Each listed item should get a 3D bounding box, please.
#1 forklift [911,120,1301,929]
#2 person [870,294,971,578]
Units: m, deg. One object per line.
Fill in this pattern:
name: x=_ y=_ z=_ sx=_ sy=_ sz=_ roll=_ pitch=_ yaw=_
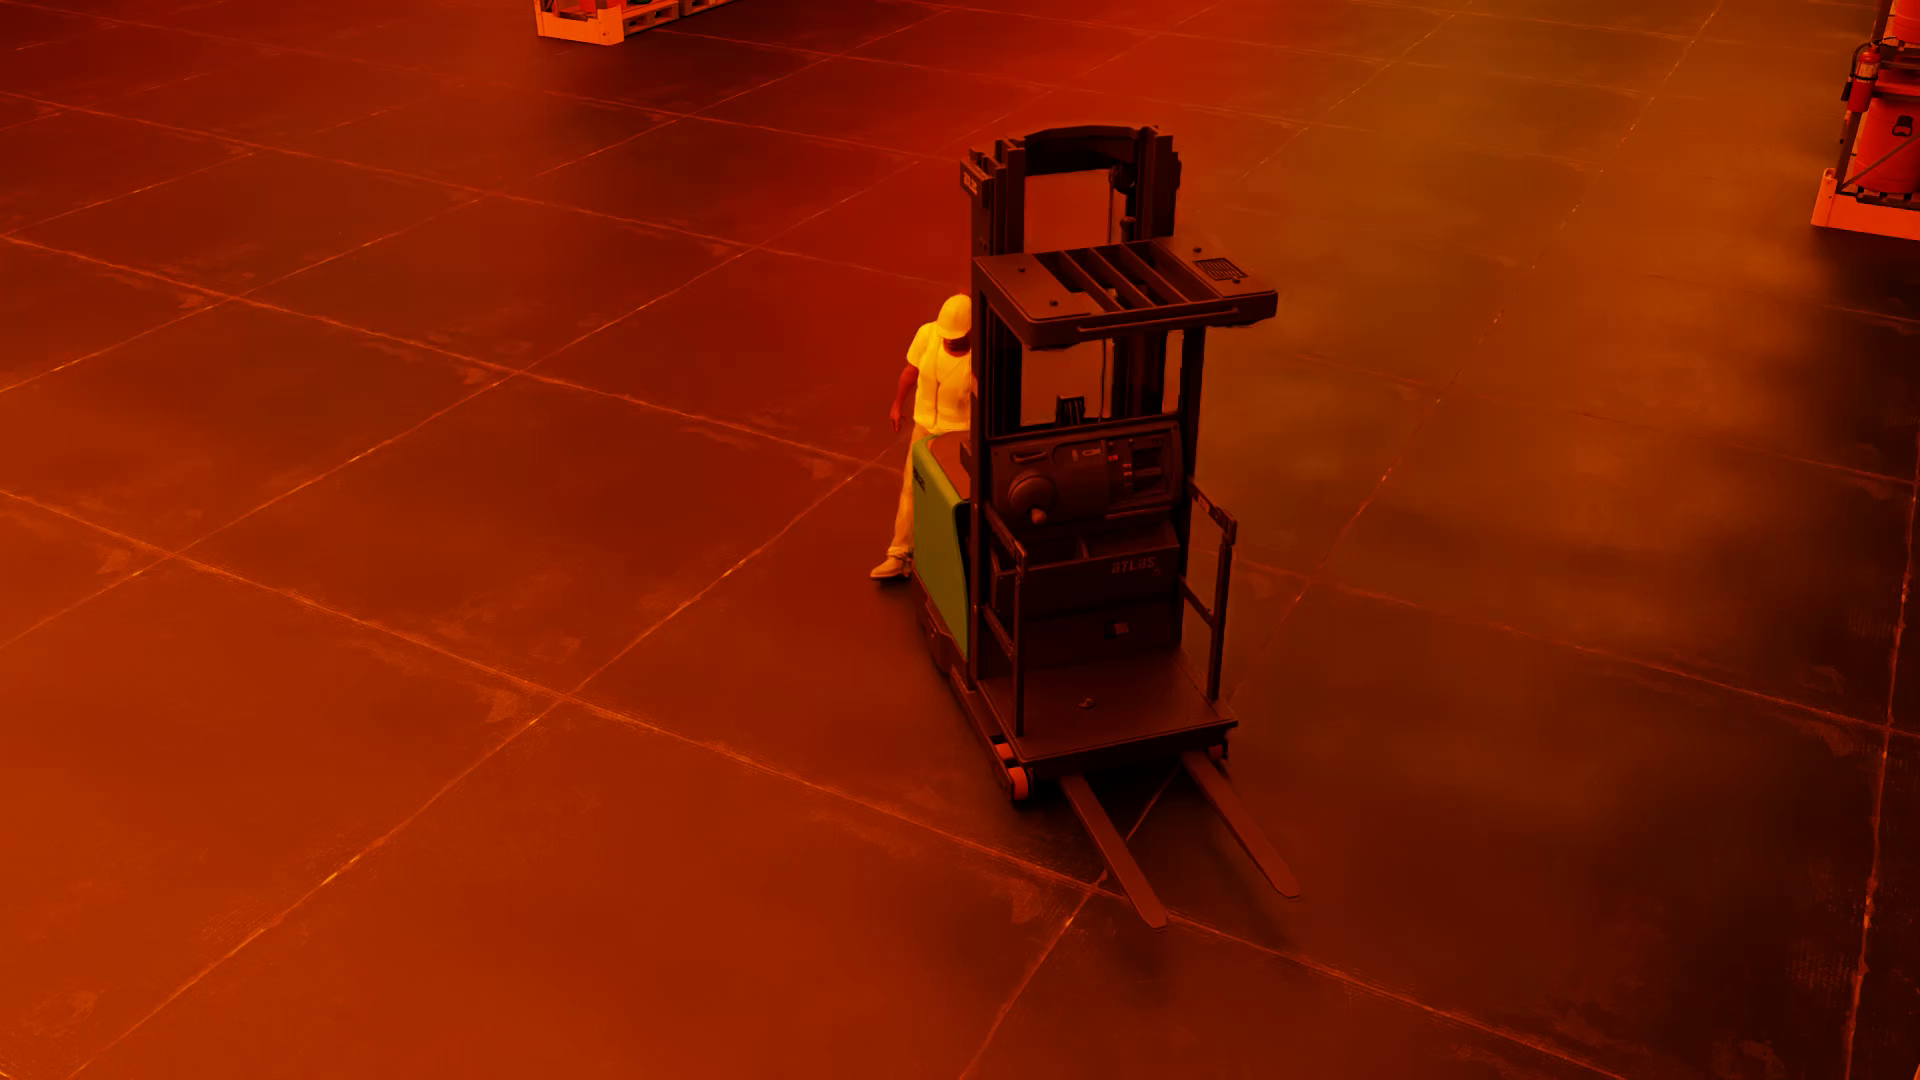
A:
forklift: x=0.658 y=-0.258 z=7.518 sx=1.130 sy=2.935 sz=3.031 roll=-9 pitch=31 yaw=-15
person: x=-0.135 y=-0.563 z=9.316 sx=0.835 sy=1.670 sz=0.880 roll=17 pitch=34 yaw=26
